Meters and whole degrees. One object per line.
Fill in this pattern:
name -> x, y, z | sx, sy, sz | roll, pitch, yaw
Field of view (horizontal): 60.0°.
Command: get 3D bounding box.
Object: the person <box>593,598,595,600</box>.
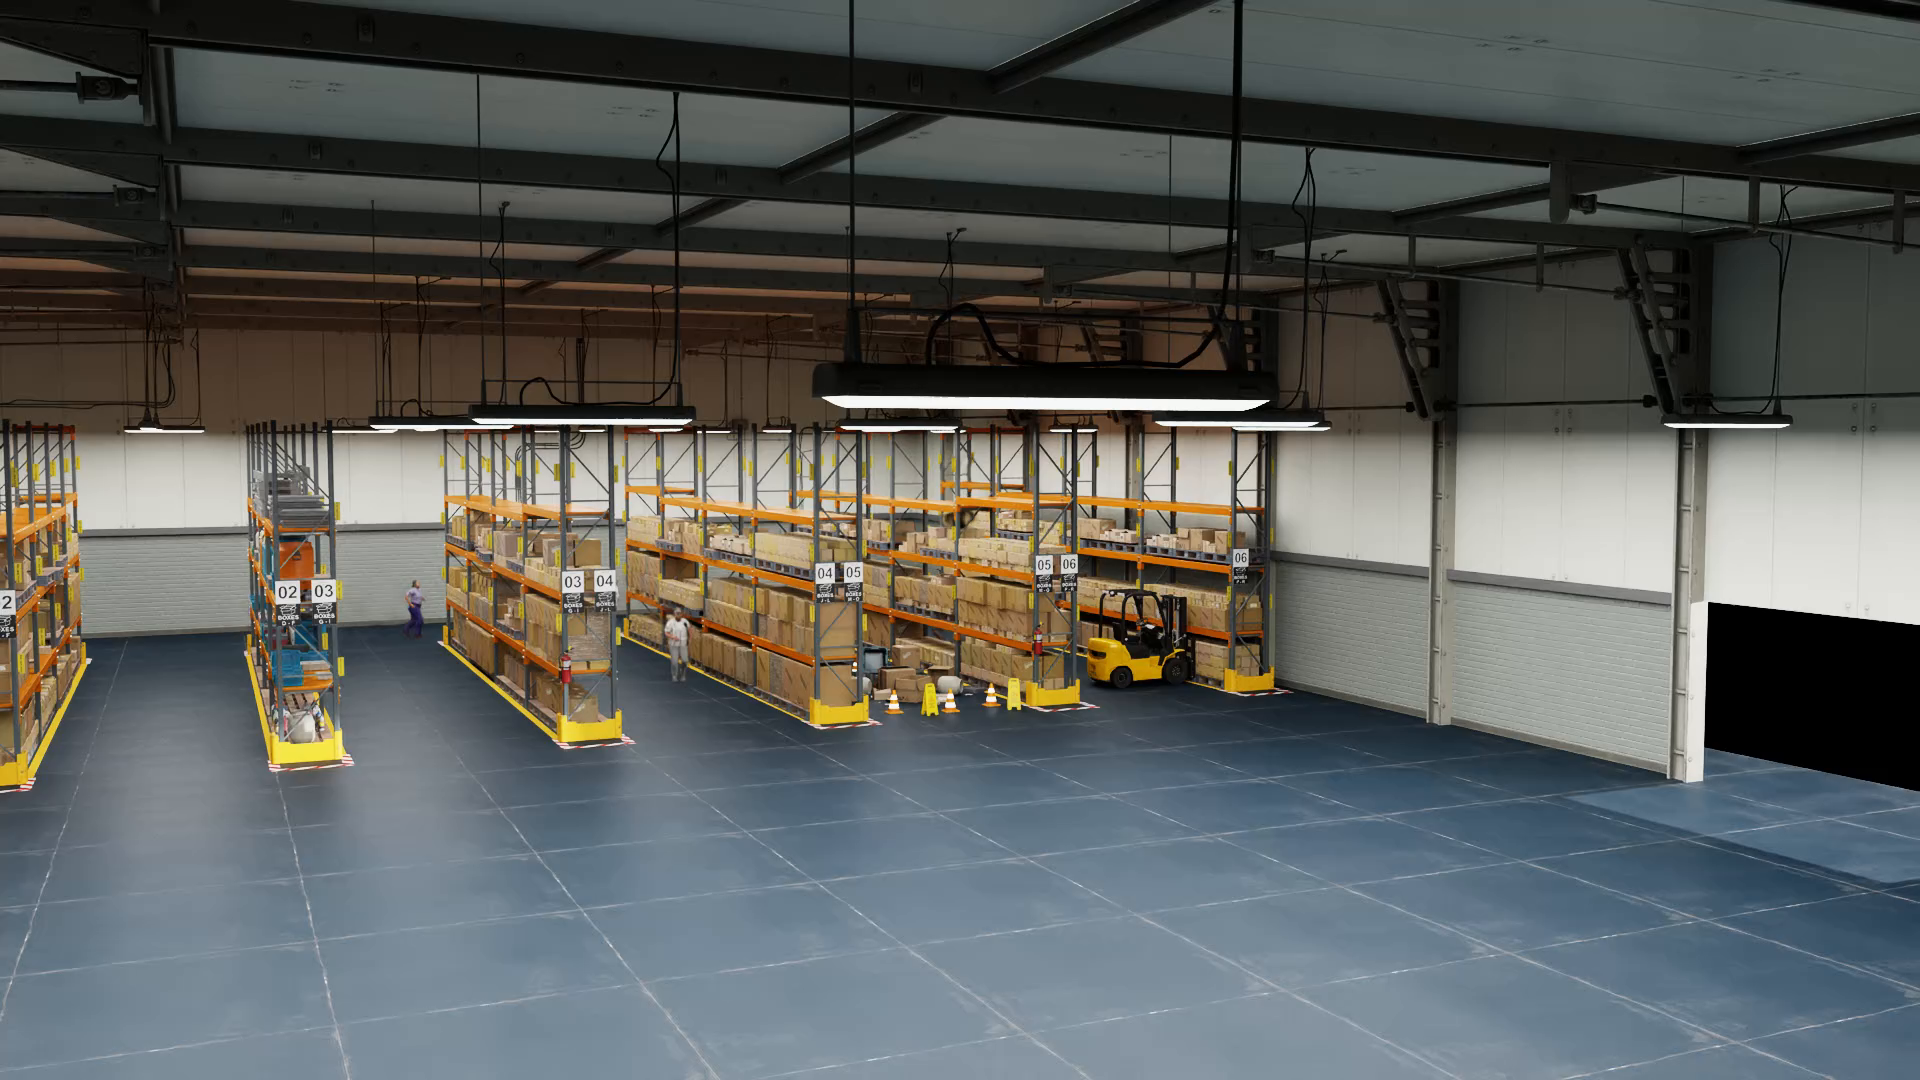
person -> -9.518, 2.103, 44.400 | 0.643, 1.722, 0.799 | -1, 4, -15

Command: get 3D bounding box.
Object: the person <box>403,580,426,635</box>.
person -> -15.441, 1.898, 46.999 | 0.669, 1.543, 0.627 | 0, 4, -1

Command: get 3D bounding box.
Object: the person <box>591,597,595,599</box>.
person -> -10.470, 1.918, 47.910 | 0.584, 1.612, 0.993 | 3, 4, 37

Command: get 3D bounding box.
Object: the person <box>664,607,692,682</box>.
person -> -6.509, 2.442, 38.597 | 0.685, 1.787, 0.666 | -1, 4, -22

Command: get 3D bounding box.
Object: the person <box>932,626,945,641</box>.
person -> -0.567, 2.079, 44.352 | 0.662, 1.698, 0.959 | -2, 4, -30
